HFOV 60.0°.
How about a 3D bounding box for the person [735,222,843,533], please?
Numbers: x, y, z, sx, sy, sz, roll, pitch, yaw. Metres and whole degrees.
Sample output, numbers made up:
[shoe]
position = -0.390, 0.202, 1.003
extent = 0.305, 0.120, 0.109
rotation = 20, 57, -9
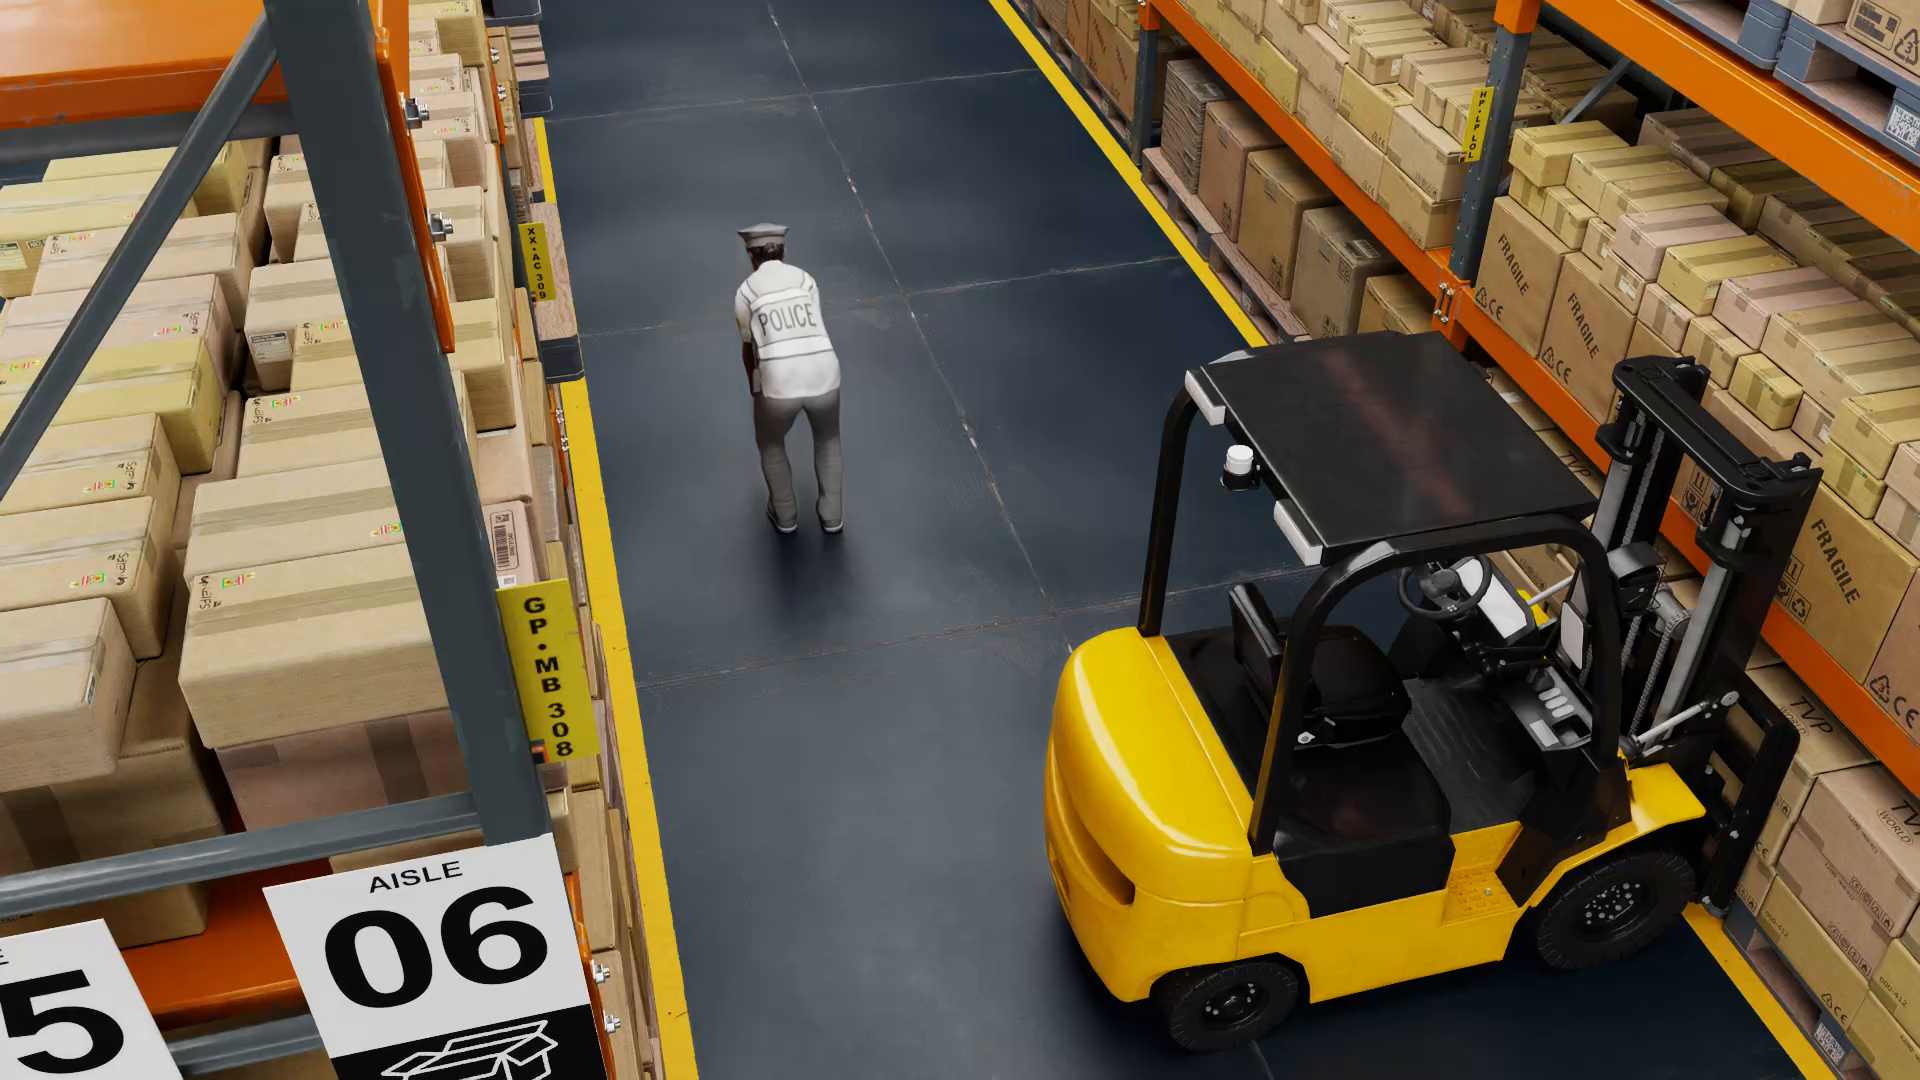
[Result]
[person]
position = -0.813, -0.747, 7.856
extent = 0.418, 1.422, 0.809
rotation = -10, 40, -13
